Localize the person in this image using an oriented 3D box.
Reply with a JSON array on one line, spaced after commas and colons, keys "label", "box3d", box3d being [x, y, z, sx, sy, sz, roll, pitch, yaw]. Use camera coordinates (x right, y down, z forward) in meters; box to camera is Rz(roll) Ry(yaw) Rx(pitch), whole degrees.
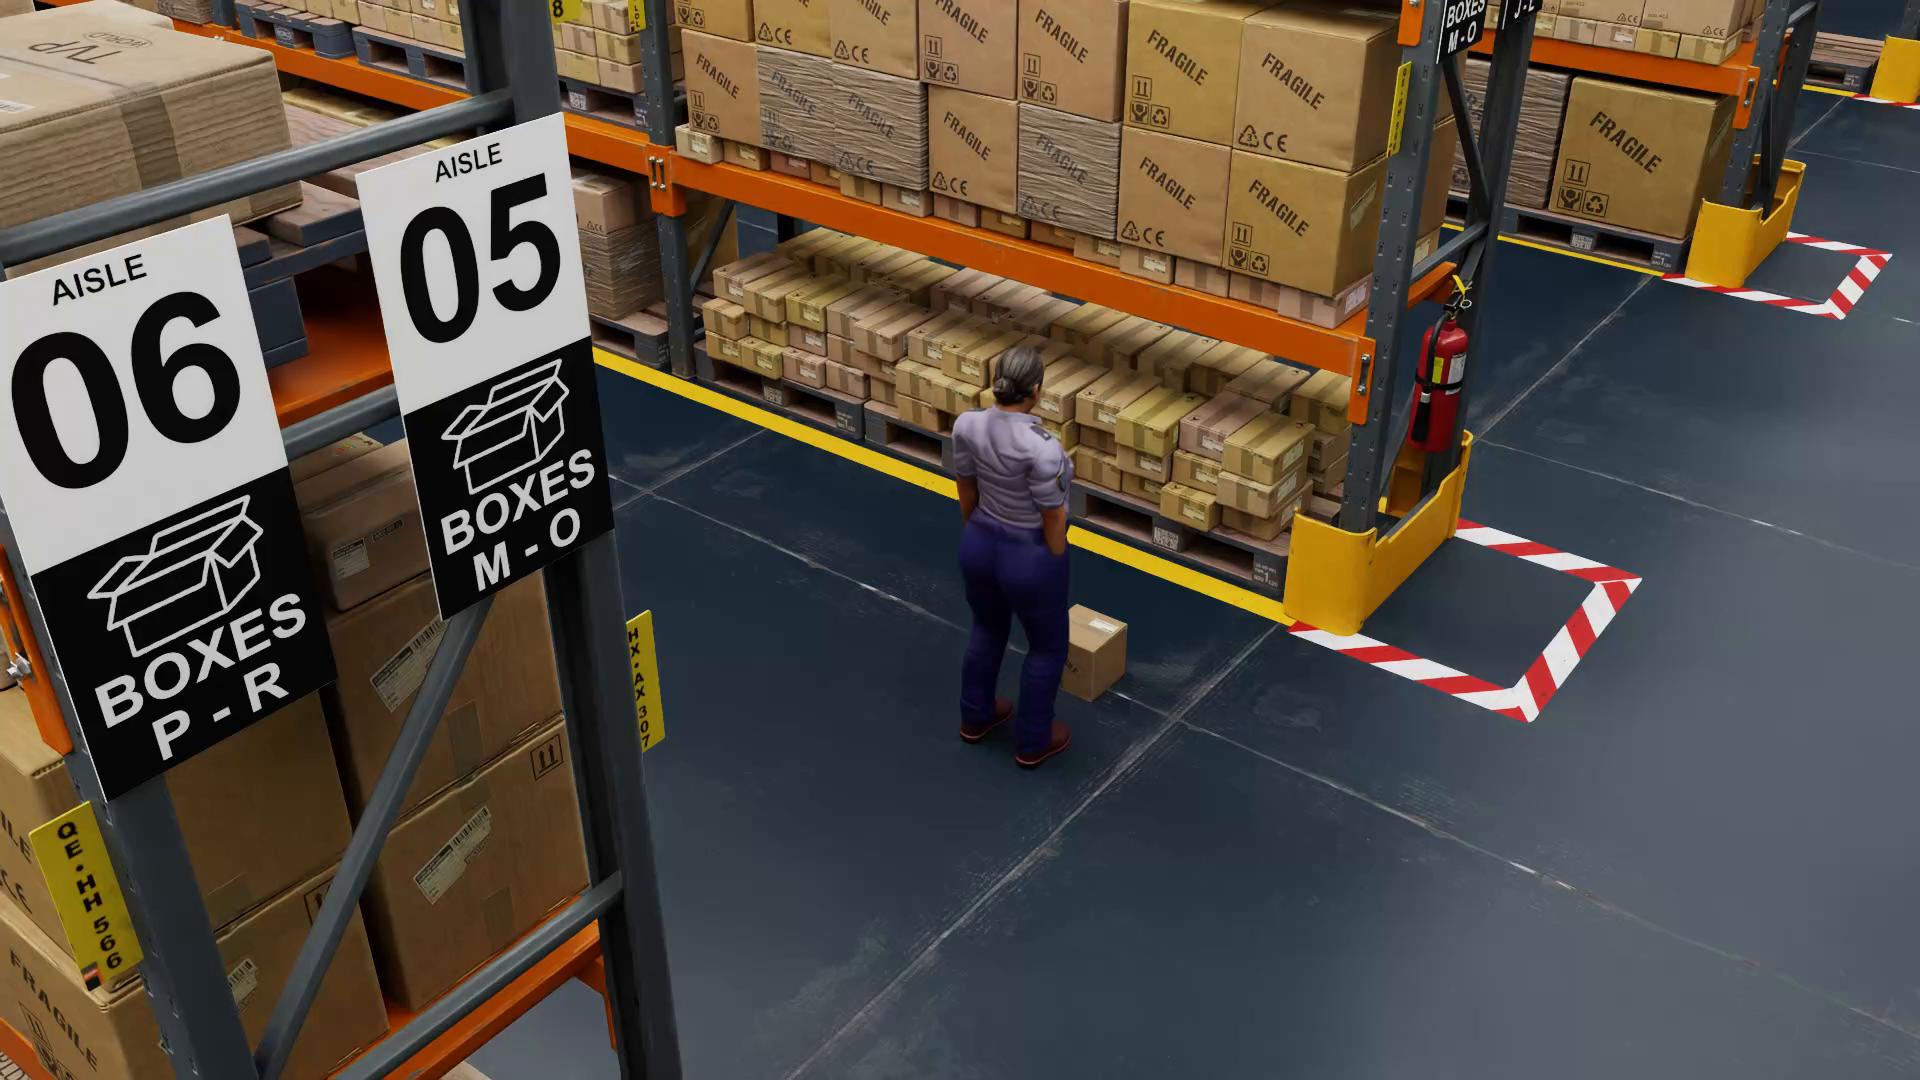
[{"label": "person", "box3d": [0.187, 0.061, 6.061, 0.474, 1.640, 0.339, 22, 38, 32]}]
